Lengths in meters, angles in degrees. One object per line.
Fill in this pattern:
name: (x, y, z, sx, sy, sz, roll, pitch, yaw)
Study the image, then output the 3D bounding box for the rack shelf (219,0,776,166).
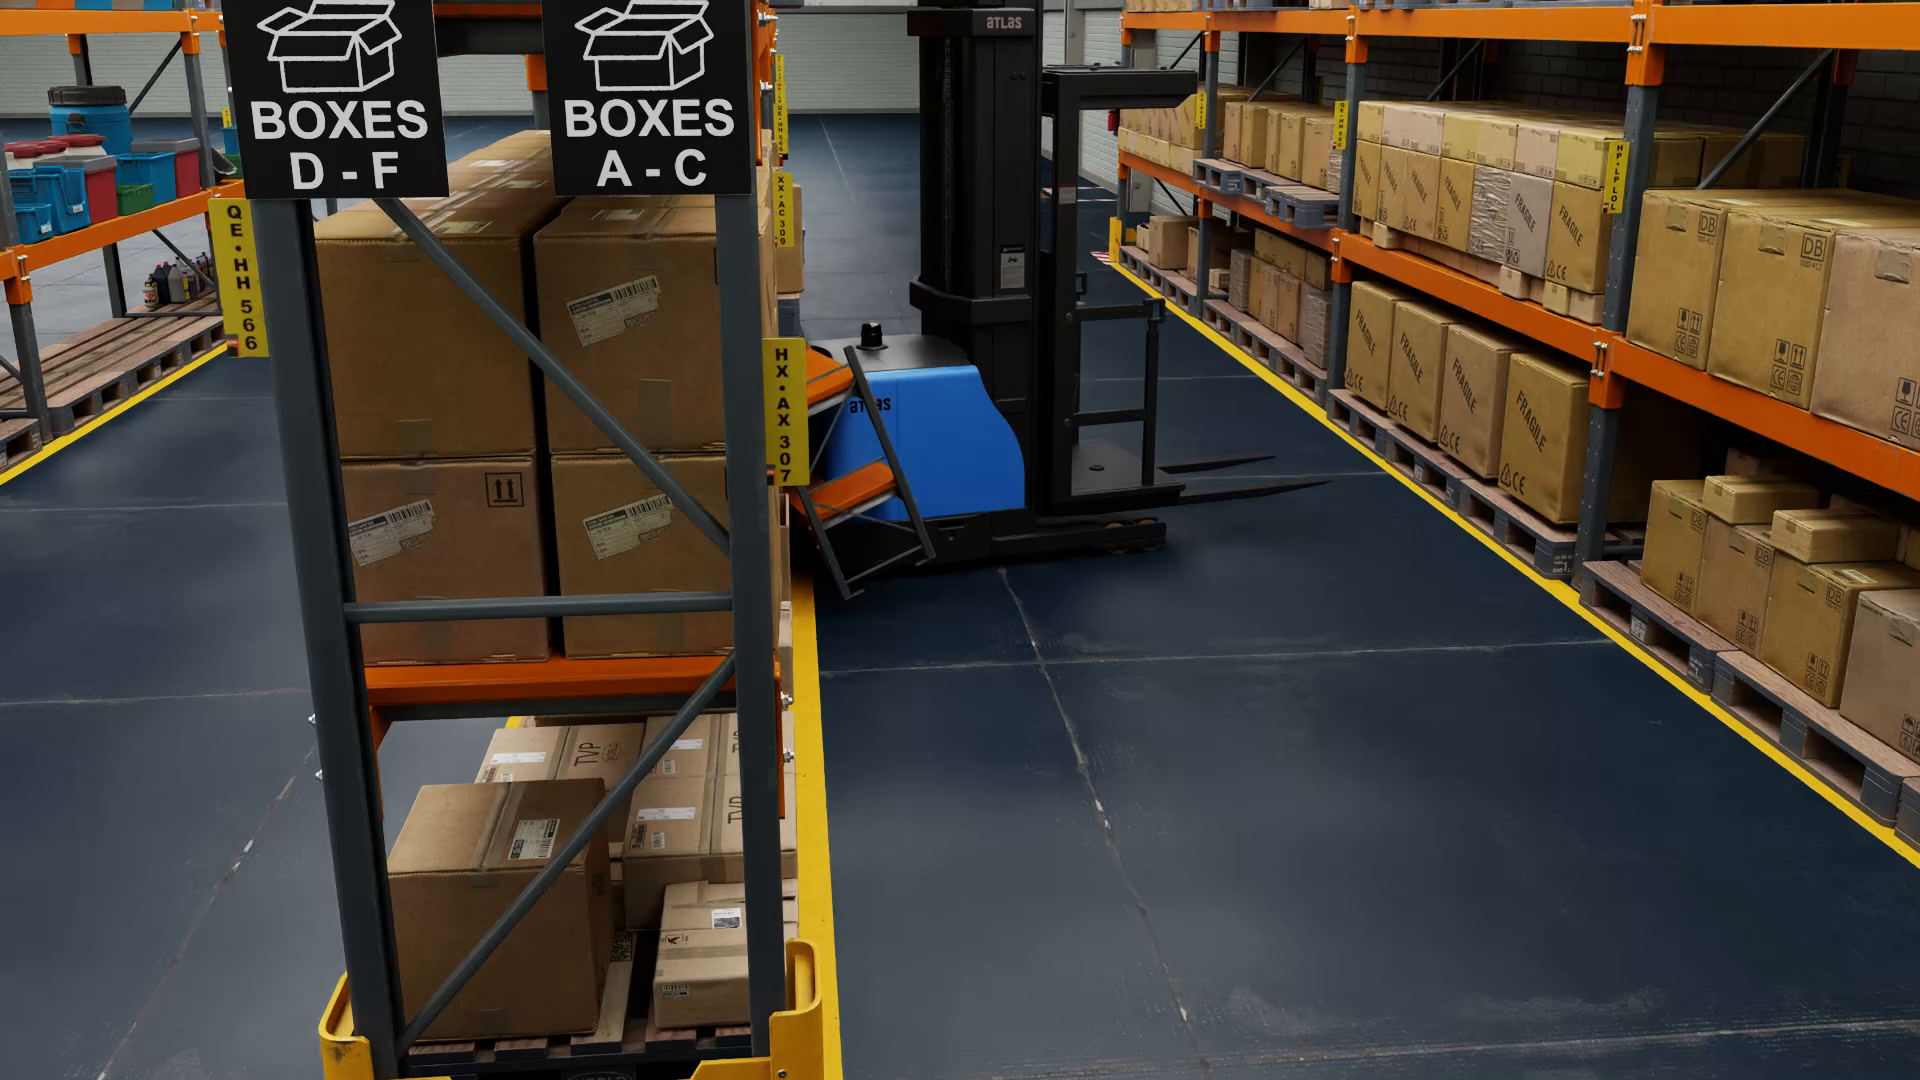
rack shelf: (-1.126, -1.529, 5.232, 1.077, 0.370, 4.000, -2, 18, -6)

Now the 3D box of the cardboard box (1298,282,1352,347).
cardboard box: (3.119, -1.770, 13.246, 0.700, 0.500, 0.500, -2, 18, -6)

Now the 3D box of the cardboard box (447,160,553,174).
cardboard box: (-1.403, -0.952, 5.365, 0.500, 0.500, 0.500, -1, 17, -4)

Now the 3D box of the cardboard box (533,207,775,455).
cardboard box: (-0.703, -0.510, 3.958, 0.500, 0.500, 0.500, -1, 17, -4)

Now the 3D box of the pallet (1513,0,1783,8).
pallet: (3.451, -2.802, 8.407, 0.805, 0.209, 1.217, -2, 18, -8)

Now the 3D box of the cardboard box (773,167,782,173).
cardboard box: (-1.292, -1.636, 8.512, 0.700, 0.500, 0.500, 1, 17, 3)

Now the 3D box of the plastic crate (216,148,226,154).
plastic crate: (-7.725, -4.058, 17.534, 0.298, 0.136, 0.250, -2, 18, -6)

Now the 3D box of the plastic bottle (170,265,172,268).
plastic bottle: (-7.516, -2.470, 15.836, 0.061, 0.283, 0.133, -1, 17, -2)

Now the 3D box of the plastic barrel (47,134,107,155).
plastic barrel: (-7.204, -3.041, 13.630, 0.433, 0.535, 0.433, 0, 17, 0)

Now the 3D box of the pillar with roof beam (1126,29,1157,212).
pillar with roof beam: (-1.611, -9.101, 23.143, 9.100, 9.000, 0.400, -2, 18, -6)

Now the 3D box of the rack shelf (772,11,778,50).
rack shelf: (-1.951, -3.912, 12.824, 1.077, 0.370, 4.000, -2, 18, -6)

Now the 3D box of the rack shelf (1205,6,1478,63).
rack shelf: (2.976, -4.066, 13.315, 1.077, 0.370, 4.000, -2, 18, -6)

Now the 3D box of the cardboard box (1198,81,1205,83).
cardboard box: (2.617, -4.928, 18.831, 0.500, 0.500, 0.500, -2, 18, -6)

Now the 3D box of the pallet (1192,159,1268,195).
pallet: (2.704, -3.251, 14.844, 1.003, 0.211, 1.213, -2, 18, -6)

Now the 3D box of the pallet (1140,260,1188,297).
pallet: (2.536, -2.807, 17.767, 1.003, 0.211, 1.213, -2, 18, -6)

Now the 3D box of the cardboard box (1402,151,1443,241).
cardboard box: (3.073, -2.125, 10.241, 0.500, 0.500, 0.500, -2, 18, -6)

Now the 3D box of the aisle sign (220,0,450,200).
aisle sign: (-1.217, -1.056, 3.191, 0.394, 0.787, 0.004, -2, 18, -6)

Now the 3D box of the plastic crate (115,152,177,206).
plastic crate: (-6.661, -2.942, 13.566, 0.392, 0.384, 0.575, -2, 18, -6)

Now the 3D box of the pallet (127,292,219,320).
pallet: (-7.112, -2.139, 15.639, 1.003, 0.211, 1.213, -2, 18, -6)

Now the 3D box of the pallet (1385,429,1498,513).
pallet: (3.311, -0.452, 10.266, 1.003, 0.211, 1.213, -2, 18, -6)

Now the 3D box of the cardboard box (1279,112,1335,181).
cardboard box: (2.973, -3.151, 13.303, 0.700, 0.500, 0.500, -2, 18, -6)

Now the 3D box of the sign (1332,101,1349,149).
sign: (2.643, -2.878, 11.535, 0.100, 0.325, 0.005, -2, 18, -6)

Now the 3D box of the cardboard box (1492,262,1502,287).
cardboard box: (3.202, -1.477, 9.261, 0.380, 0.149, 0.250, -2, 18, -6)

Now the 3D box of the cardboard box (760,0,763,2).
cardboard box: (-0.869, -1.813, 5.185, 0.500, 0.250, 0.500, -2, 18, -6)

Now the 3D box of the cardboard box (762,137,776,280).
cardboard box: (-0.967, -1.266, 6.367, 0.500, 0.500, 0.500, -2, 18, -7)

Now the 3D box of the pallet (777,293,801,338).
pallet: (-1.306, -1.187, 8.270, 1.003, 0.211, 1.213, -2, 18, -6)

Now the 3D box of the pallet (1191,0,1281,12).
pallet: (2.727, -4.729, 14.537, 1.213, 0.211, 1.003, -2, 18, -6)

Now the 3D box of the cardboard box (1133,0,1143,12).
cardboard box: (2.163, -5.986, 18.028, 0.500, 0.500, 0.500, -1, 17, -2)

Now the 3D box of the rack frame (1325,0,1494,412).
rack frame: (3.182, -2.383, 11.759, 1.000, 3.000, 0.127, -2, 18, -6)

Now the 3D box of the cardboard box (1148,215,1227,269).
cardboard box: (2.424, -3.185, 17.752, 0.700, 0.500, 0.500, -3, 18, -9)

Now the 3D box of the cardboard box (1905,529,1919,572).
cardboard box: (3.889, 0.056, 6.380, 0.380, 0.149, 0.250, -2, 18, -7)

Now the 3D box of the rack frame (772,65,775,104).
rack frame: (-2.157, -3.420, 15.064, 1.000, 3.000, 0.127, -2, 18, -6)

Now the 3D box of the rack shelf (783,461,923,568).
rack shelf: (-0.617, -0.209, 8.414, 0.538, 0.278, 1.000, -26, 20, -12)

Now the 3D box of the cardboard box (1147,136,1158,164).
cardboard box: (2.256, -4.092, 17.421, 0.500, 0.250, 0.500, -2, 18, -5)

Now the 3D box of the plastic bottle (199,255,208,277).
plastic bottle: (-7.585, -2.716, 16.642, 0.097, 0.271, 0.097, 0, 17, 0)

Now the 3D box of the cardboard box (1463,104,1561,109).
cardboard box: (3.537, -2.658, 10.687, 0.500, 0.250, 0.500, -2, 18, -7)

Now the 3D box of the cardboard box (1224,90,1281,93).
cardboard box: (2.879, -4.171, 16.420, 0.500, 0.500, 0.500, -2, 18, -6)

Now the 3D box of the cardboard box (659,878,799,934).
cardboard box: (-0.647, 1.087, 4.703, 0.380, 0.166, 0.250, -2, 18, -6)

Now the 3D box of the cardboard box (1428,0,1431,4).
cardboard box: (3.337, -4.093, 11.997, 0.500, 0.500, 0.500, -2, 18, -6)

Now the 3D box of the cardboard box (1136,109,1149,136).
cardboard box: (2.195, -4.609, 17.814, 0.500, 0.500, 0.500, -2, 18, -7)

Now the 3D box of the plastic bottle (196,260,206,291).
plastic bottle: (-7.398, -2.571, 16.158, 0.061, 0.283, 0.133, -2, 18, -6)

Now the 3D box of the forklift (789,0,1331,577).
forklift: (0.588, -1.463, 8.943, 3.031, 2.935, 1.130, -6, 18, -19)

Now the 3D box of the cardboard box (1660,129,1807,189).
cardboard box: (3.807, -1.893, 8.250, 0.500, 0.250, 0.500, -1, 17, -4)

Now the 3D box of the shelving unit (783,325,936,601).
shelving unit: (-0.700, -0.423, 8.331, 0.538, 1.125, 1.048, -26, 20, -12)

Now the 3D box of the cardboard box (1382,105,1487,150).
cardboard box: (3.029, -2.636, 10.618, 0.500, 0.250, 0.500, -2, 18, -6)

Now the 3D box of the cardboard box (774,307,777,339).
cardboard box: (-0.860, -0.485, 5.548, 0.500, 0.500, 0.500, -2, 17, -5)

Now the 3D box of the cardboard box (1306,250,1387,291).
cardboard box: (3.060, -2.142, 13.180, 0.500, 0.250, 0.500, -1, 17, -5)

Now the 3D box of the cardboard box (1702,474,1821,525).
cardboard box: (3.424, -0.175, 7.114, 0.380, 0.149, 0.250, -1, 17, -4)

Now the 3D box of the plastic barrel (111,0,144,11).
plastic barrel: (-6.749, -4.599, 12.973, 0.600, 0.901, 0.600, 0, 17, 0)

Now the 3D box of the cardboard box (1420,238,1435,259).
cardboard box: (3.130, -1.862, 10.486, 0.380, 0.149, 0.250, -1, 17, -4)

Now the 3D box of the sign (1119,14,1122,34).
sign: (2.552, -8.221, 26.485, 0.001, 0.298, 0.199, -2, 18, -6)

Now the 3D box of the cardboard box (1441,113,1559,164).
cardboard box: (3.143, -2.336, 9.660, 0.500, 0.250, 0.500, -2, 18, -7)

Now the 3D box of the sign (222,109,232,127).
sign: (-8.045, -4.576, 18.284, 0.100, 0.325, 0.005, -2, 18, -6)

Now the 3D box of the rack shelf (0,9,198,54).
rack shelf: (-6.878, -3.760, 12.340, 1.077, 0.370, 4.000, -2, 18, -6)
